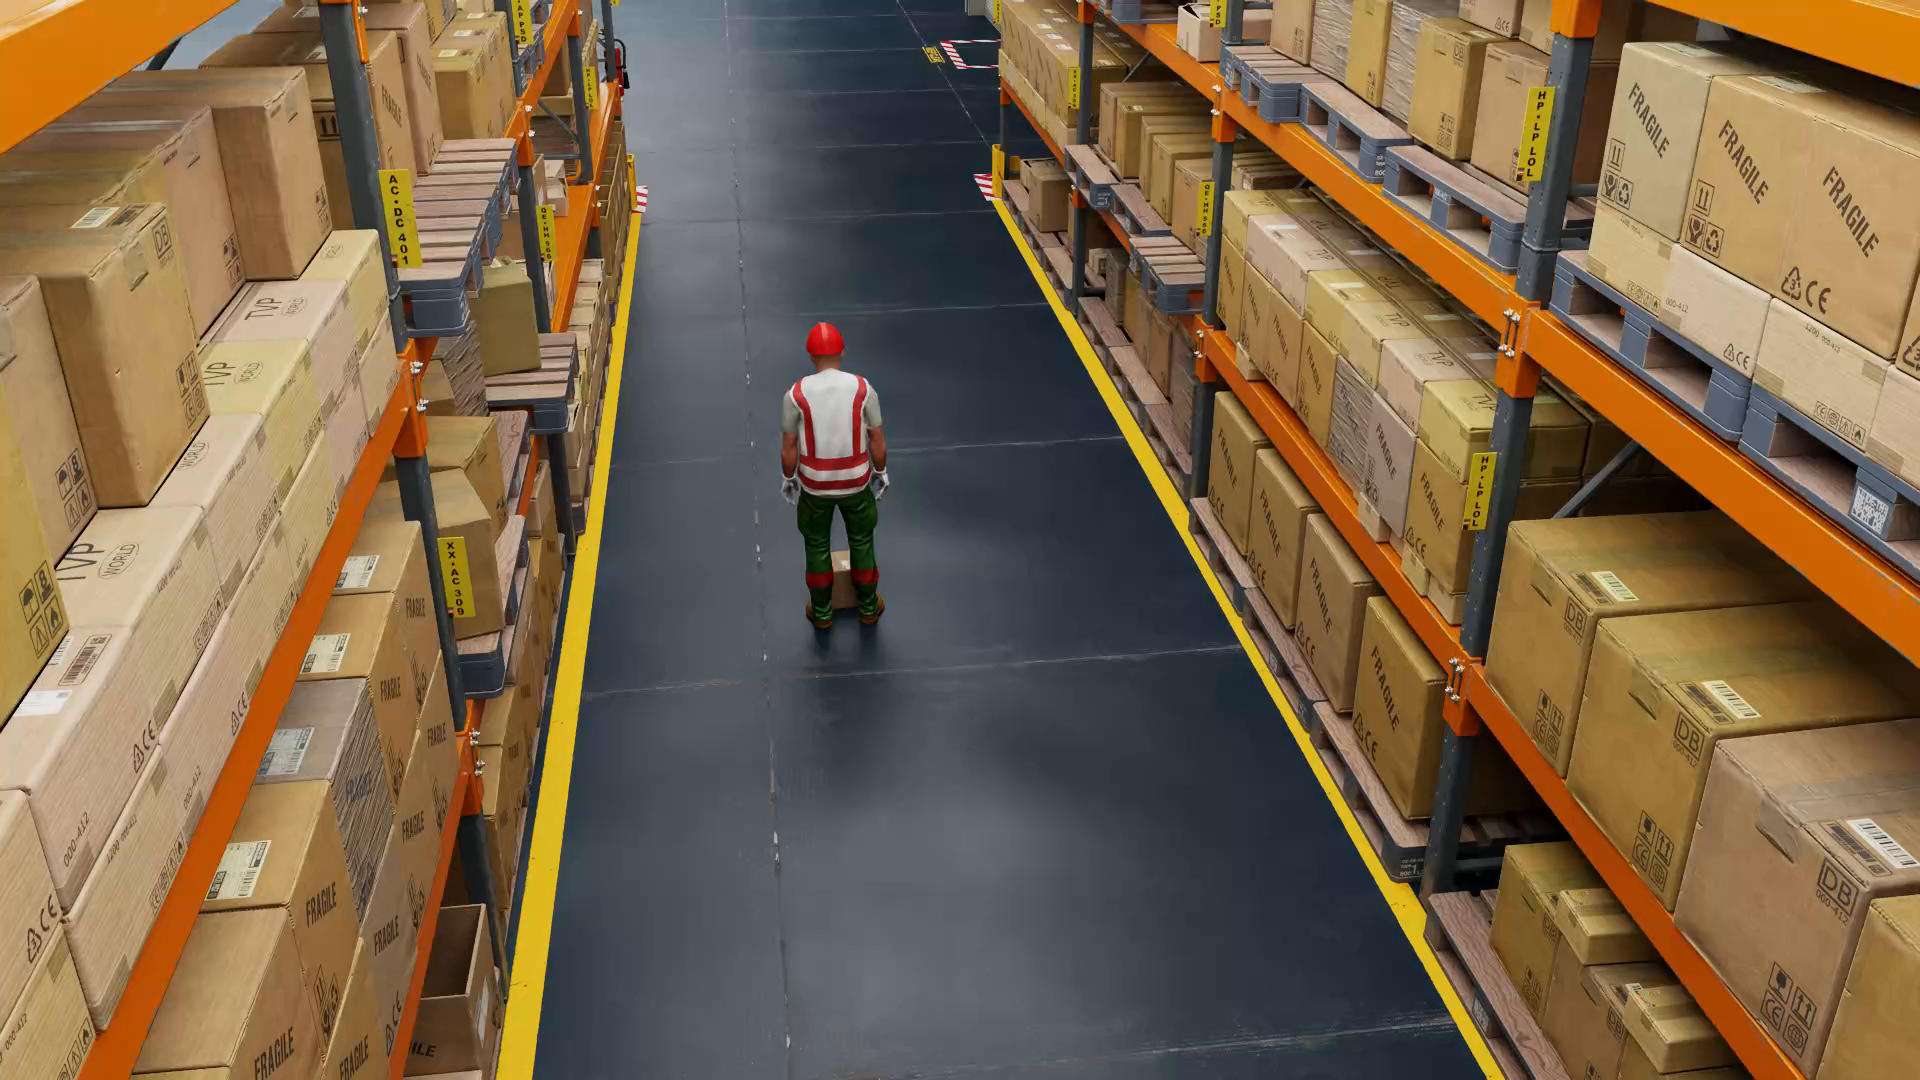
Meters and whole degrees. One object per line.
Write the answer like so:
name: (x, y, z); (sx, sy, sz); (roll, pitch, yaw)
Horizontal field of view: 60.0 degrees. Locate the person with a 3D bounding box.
person: (-0.695, -0.339, 9.269); (0.604, 1.778, 0.453); (-4, 27, -7)
